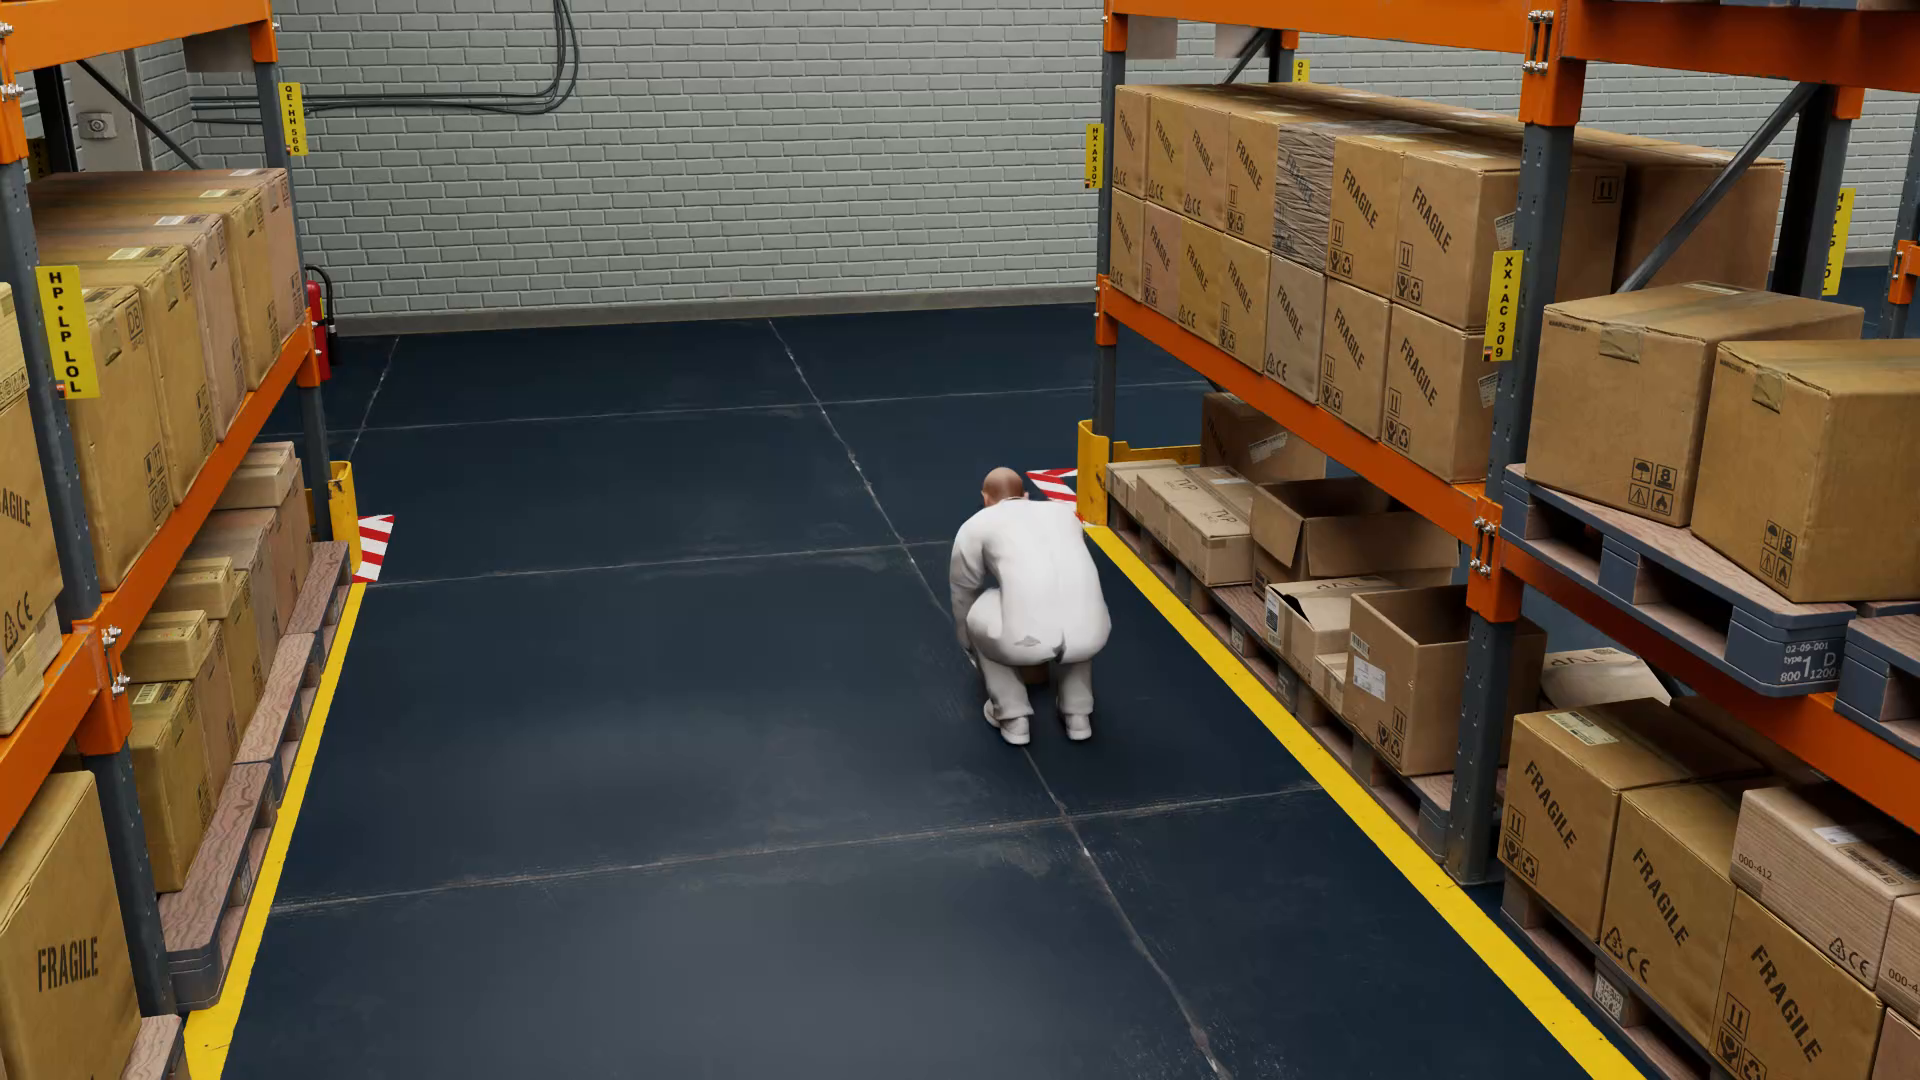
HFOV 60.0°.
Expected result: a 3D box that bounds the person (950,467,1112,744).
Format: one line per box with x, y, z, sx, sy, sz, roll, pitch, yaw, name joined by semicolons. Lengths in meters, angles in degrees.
0.279;0.254;6.626;0.609;0.947;0.913;-3;20;-10;person
